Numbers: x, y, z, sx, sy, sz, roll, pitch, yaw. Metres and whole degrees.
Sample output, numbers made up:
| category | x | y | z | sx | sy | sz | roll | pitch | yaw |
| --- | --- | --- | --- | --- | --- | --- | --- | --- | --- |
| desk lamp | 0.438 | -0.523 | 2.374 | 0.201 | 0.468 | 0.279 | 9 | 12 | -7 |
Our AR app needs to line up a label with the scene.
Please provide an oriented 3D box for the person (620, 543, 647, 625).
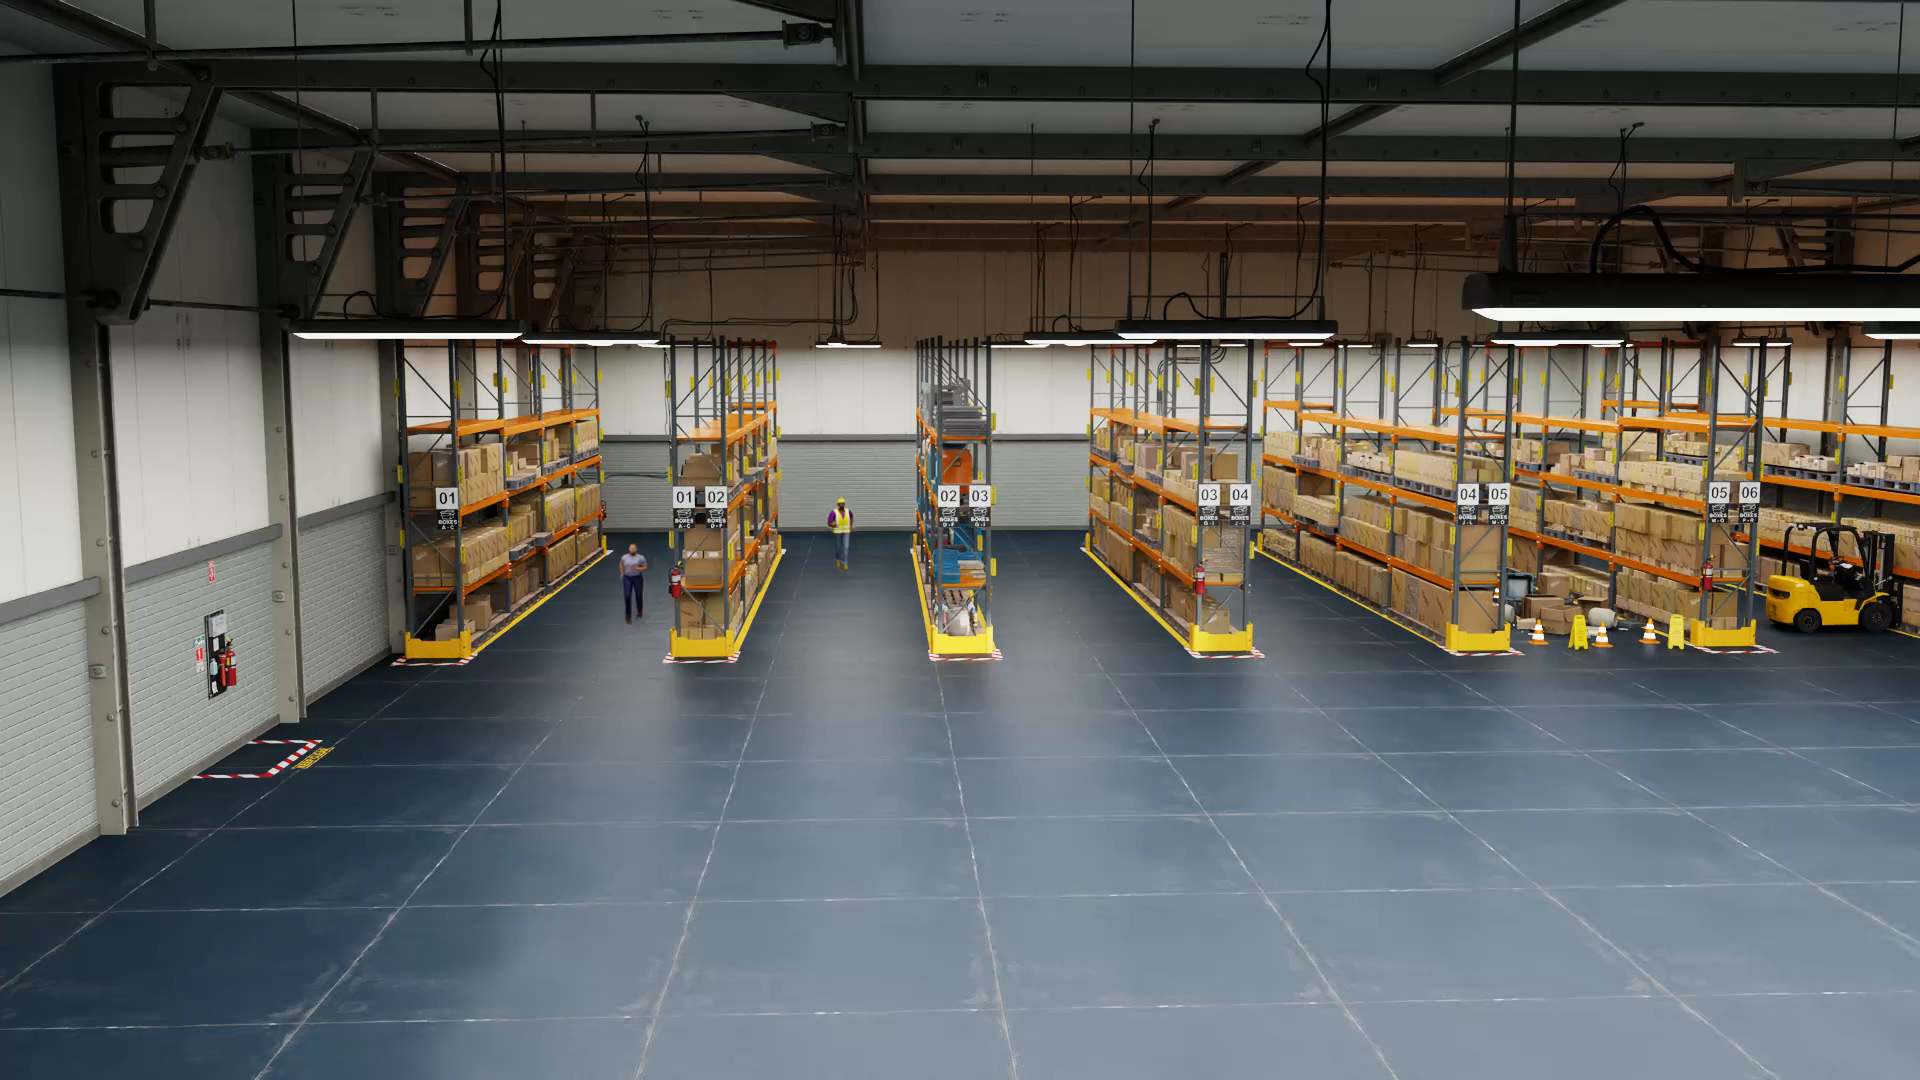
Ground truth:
| category | x | y | z | sx | sy | sz | roll | pitch | yaw |
| --- | --- | --- | --- | --- | --- | --- | --- | --- | --- |
| person | -6.913 | 0.902 | 35.221 | 0.589 | 1.688 | 0.847 | -1 | 7 | -7 |

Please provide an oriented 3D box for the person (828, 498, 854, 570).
| category | x | y | z | sx | sy | sz | roll | pitch | yaw |
| --- | --- | --- | --- | --- | --- | --- | --- | --- | --- |
| person | -2.954 | -0.161 | 41.620 | 0.702 | 1.766 | 0.850 | -2 | 7 | -16 |
